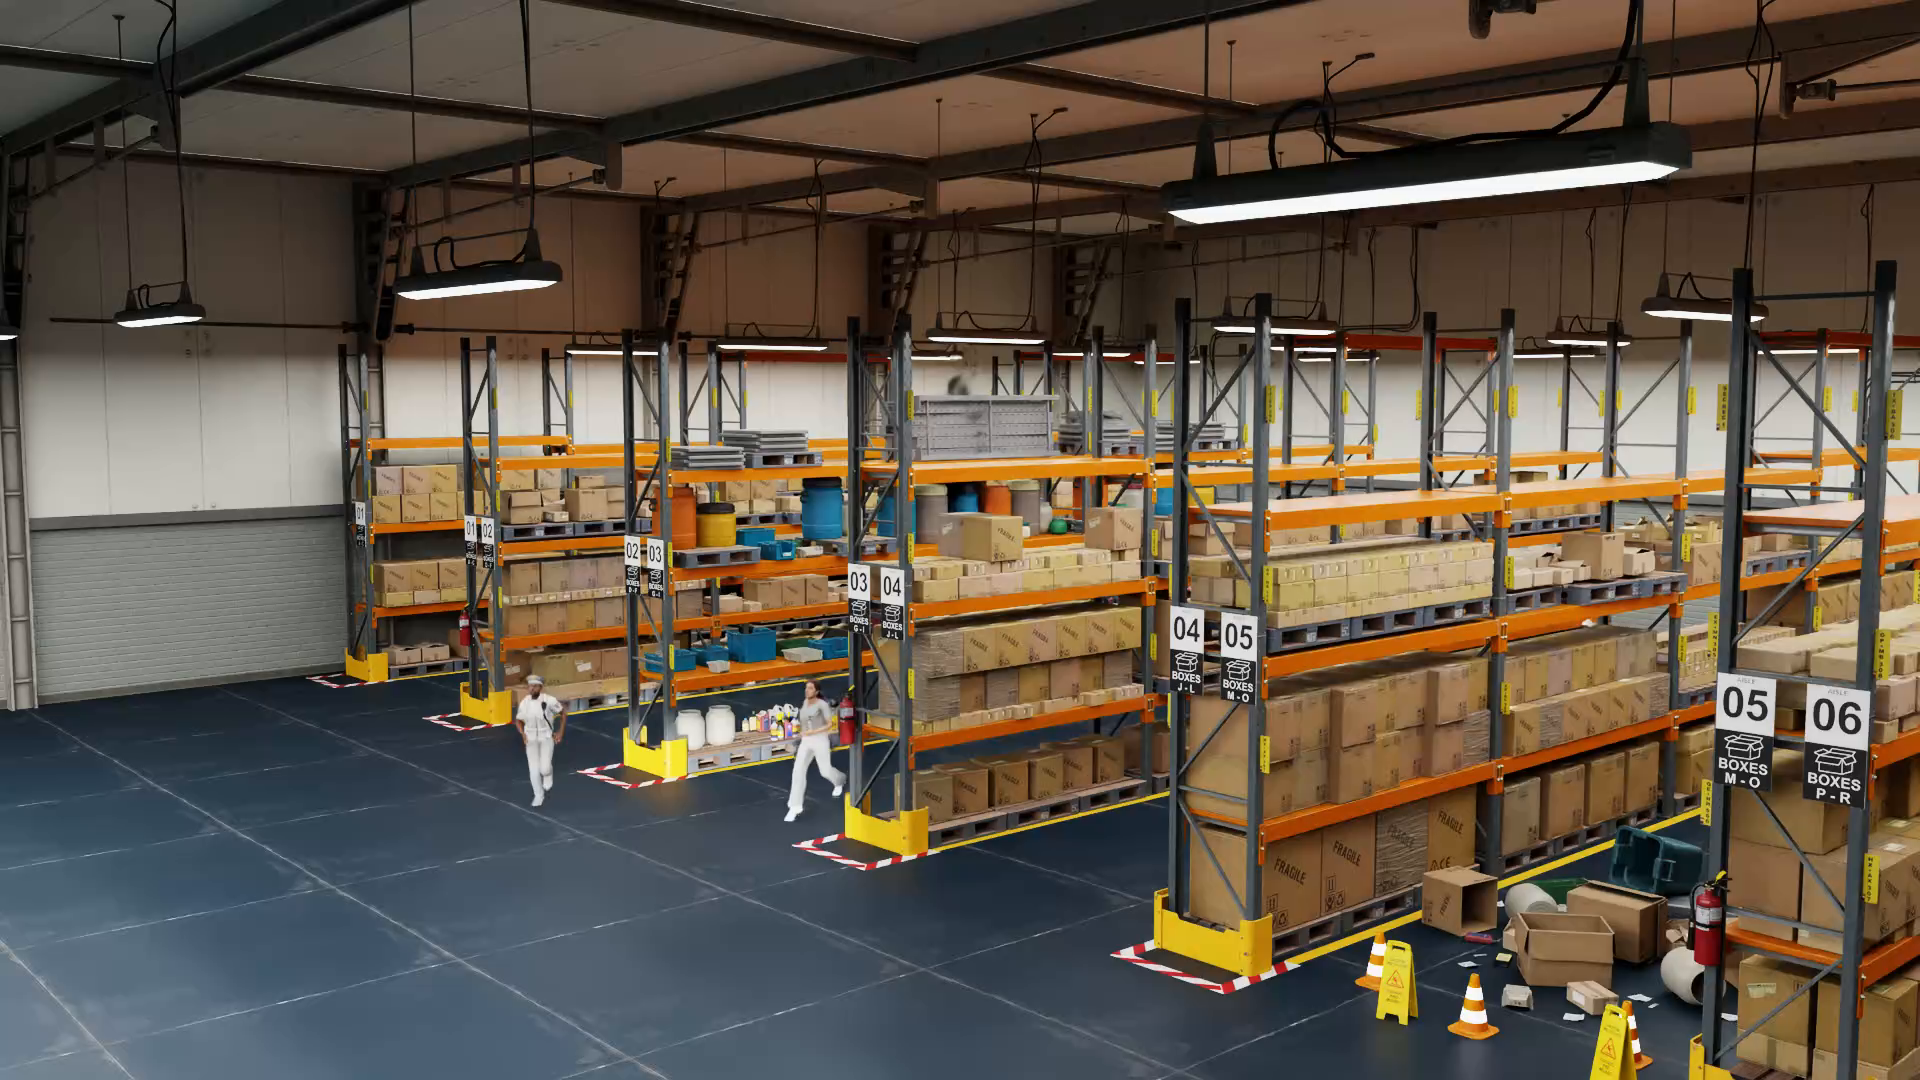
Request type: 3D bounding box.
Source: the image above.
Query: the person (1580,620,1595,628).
[{"bbox_3d":[9.268,2.064,24.642,0.667,1.768,0.963,5,7,42],"label":"person"}]

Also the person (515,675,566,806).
[{"bbox_3d":[-5.244,2.493,20.767,0.602,1.667,0.621,0,5,-2],"label":"person"}]

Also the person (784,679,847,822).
[{"bbox_3d":[-1.741,2.521,20.336,0.534,1.679,1.120,3,6,29],"label":"person"}]
